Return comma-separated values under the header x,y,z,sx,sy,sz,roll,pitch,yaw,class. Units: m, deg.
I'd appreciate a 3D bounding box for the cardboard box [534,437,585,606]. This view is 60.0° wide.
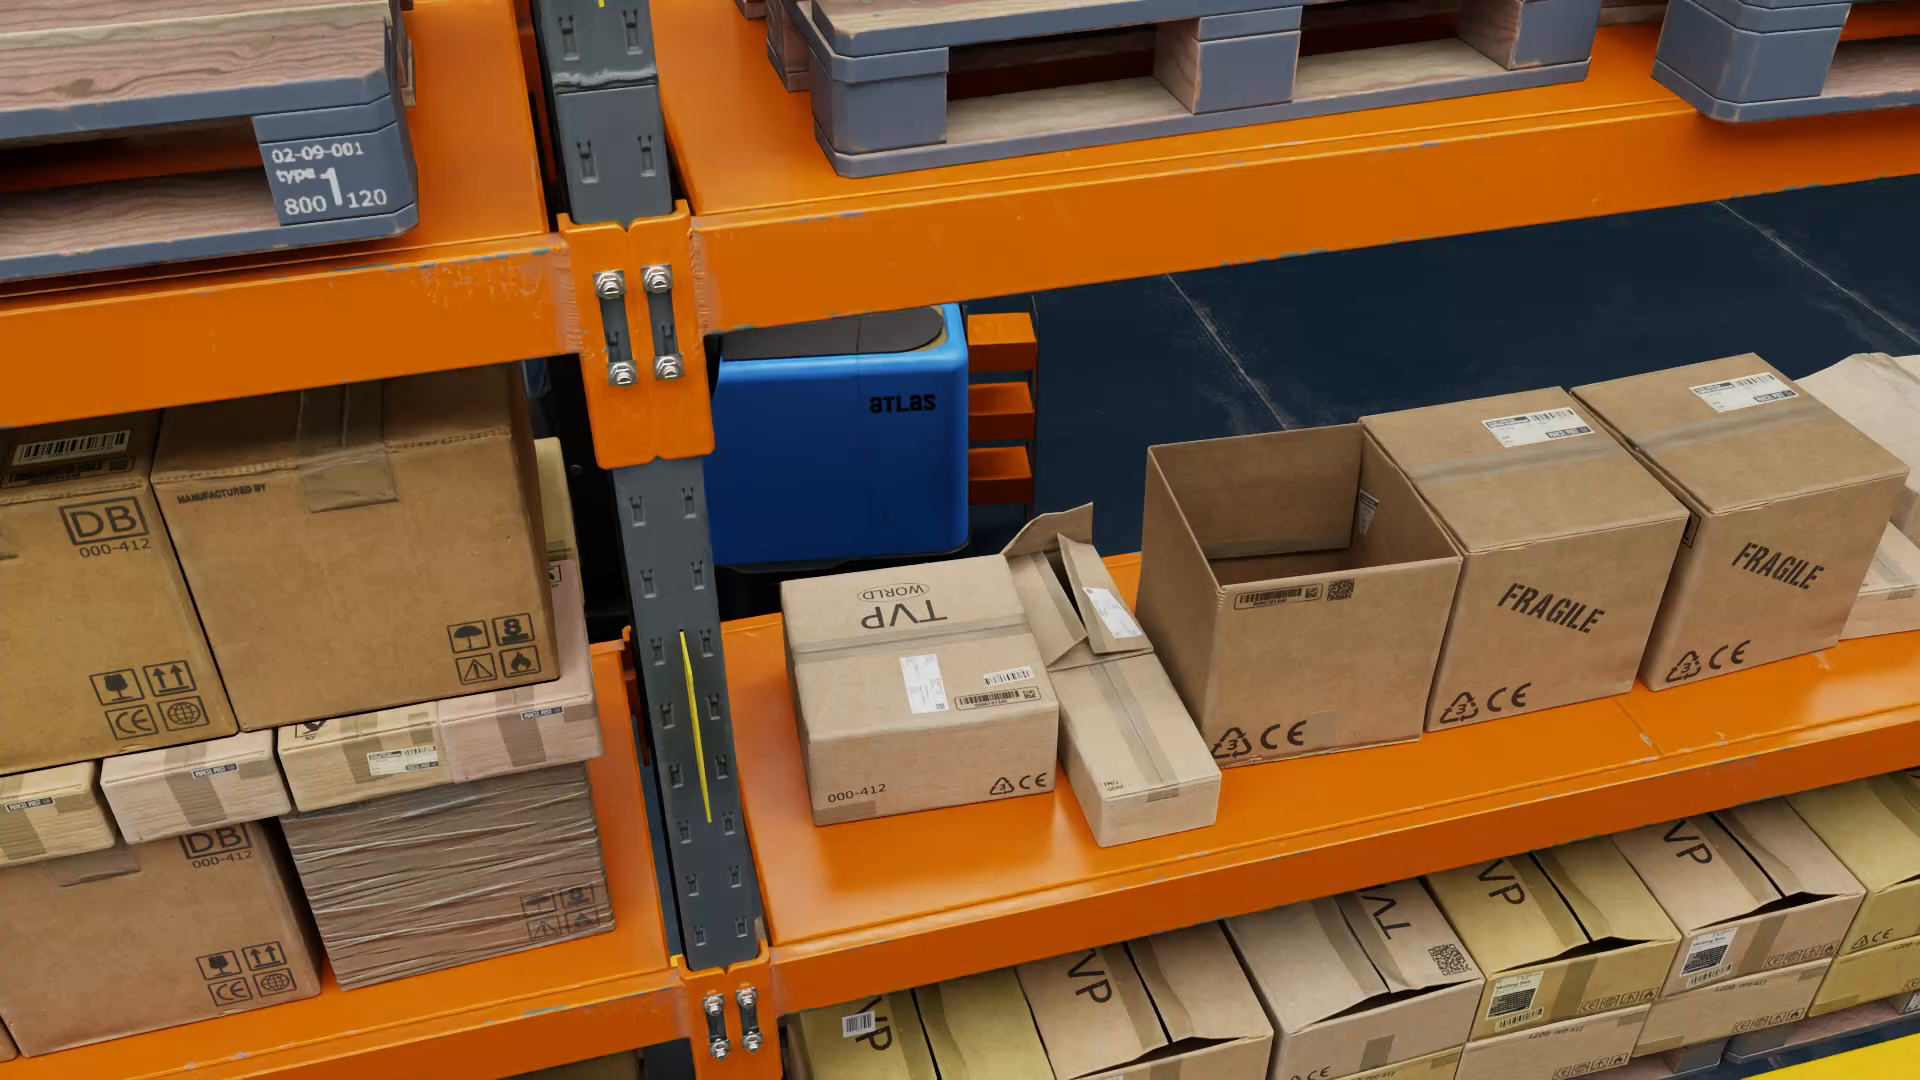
x,y,z,sx,sy,sz,roll,pitch,yaw,class
-0.871,-0.021,3.192,0.250,0.149,0.380,-9,38,-12,cardboard box

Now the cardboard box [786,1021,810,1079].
x,y,z,sx,sy,sz,roll,pitch,yaw,class
-0.107,1.354,3.928,0.500,0.250,0.500,-10,39,-13,cardboard box

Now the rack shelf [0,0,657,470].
x,y,z,sx,sy,sz,roll,pitch,yaw,class
-2.492,-0.241,2.220,4.000,0.370,1.077,-9,38,-12,rack shelf

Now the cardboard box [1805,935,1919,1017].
x,y,z,sx,sy,sz,roll,pitch,yaw,class
2.359,0.950,4.457,0.500,0.250,0.500,-10,38,-12,cardboard box

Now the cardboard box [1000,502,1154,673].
x,y,z,sx,sy,sz,roll,pitch,yaw,class
0.240,0.154,3.690,0.258,0.266,0.396,-10,39,-13,cardboard box

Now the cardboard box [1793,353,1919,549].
x,y,z,sx,sy,sz,roll,pitch,yaw,class
2.386,-0.222,4.145,0.500,0.311,0.500,-10,38,-12,cardboard box

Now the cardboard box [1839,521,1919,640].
x,y,z,sx,sy,sz,roll,pitch,yaw,class
2.084,0.049,3.924,0.250,0.149,0.380,-7,38,-9,cardboard box

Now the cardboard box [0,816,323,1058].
x,y,z,sx,sy,sz,roll,pitch,yaw,class
-1.495,0.469,3.085,0.500,0.500,0.700,-10,38,-12,cardboard box

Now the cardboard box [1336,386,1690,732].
x,y,z,sx,sy,sz,roll,pitch,yaw,class
1.177,0.033,3.656,0.500,0.500,0.500,-9,38,-12,cardboard box

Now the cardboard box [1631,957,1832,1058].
x,y,z,sx,sy,sz,roll,pitch,yaw,class
1.873,1.027,4.355,0.500,0.250,0.500,-8,38,-11,cardboard box

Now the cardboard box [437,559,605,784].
x,y,z,sx,sy,sz,roll,pitch,yaw,class
-0.768,0.219,2.879,0.250,0.149,0.380,-9,38,-12,cardboard box

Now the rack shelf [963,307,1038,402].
x,y,z,sx,sy,sz,roll,pitch,yaw,class
0.135,-0.637,5.769,0.240,0.259,0.215,-3,38,-4,rack shelf

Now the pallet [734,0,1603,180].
x,y,z,sx,sy,sz,roll,pitch,yaw,class
0.287,-0.915,2.666,1.217,0.209,0.805,-11,39,-14,pallet

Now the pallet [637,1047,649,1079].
x,y,z,sx,sy,sz,roll,pitch,yaw,class
-1.340,1.557,4.041,1.213,0.211,1.003,-9,38,-12,pallet

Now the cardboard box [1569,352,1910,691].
x,y,z,sx,sy,sz,roll,pitch,yaw,class
1.685,-0.050,3.765,0.500,0.500,0.500,-11,39,-14,cardboard box

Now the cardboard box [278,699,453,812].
x,y,z,sx,sy,sz,roll,pitch,yaw,class
-1.007,0.257,2.829,0.250,0.149,0.380,-10,39,-13,cardboard box

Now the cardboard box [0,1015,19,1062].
x,y,z,sx,sy,sz,roll,pitch,yaw,class
-1.981,0.547,2.984,0.500,0.500,0.700,-9,38,-11,cardboard box

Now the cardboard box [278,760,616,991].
x,y,z,sx,sy,sz,roll,pitch,yaw,class
-0.988,0.382,3.199,0.500,0.500,0.700,-10,39,-13,cardboard box

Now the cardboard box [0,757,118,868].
x,y,z,sx,sy,sz,roll,pitch,yaw,class
-1.513,0.342,2.718,0.250,0.149,0.380,-9,38,-12,cardboard box

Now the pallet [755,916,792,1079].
x,y,z,sx,sy,sz,roll,pitch,yaw,class
0.140,1.316,4.356,1.213,0.211,1.003,-9,38,-12,pallet

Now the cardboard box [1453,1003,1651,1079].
x,y,z,sx,sy,sz,roll,pitch,yaw,class
1.377,1.111,4.247,0.500,0.250,0.500,-9,38,-11,cardboard box

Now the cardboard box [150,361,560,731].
x,y,z,sx,sy,sz,roll,pitch,yaw,class
-0.988,-0.133,2.805,0.500,0.500,0.700,-9,38,-12,cardboard box

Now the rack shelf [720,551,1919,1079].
x,y,z,sx,sy,sz,roll,pitch,yaw,class
1.370,0.317,3.959,4.000,0.370,1.077,-9,38,-12,rack shelf

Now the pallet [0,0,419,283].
x,y,z,sx,sy,sz,roll,pitch,yaw,class
-1.378,-0.658,2.246,1.213,0.211,1.003,-9,38,-12,pallet

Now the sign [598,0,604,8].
x,y,z,sx,sy,sz,roll,pitch,yaw,class
-0.415,-0.755,1.809,0.005,0.325,0.100,-9,38,-12,sign

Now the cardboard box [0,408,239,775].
x,y,z,sx,sy,sz,roll,pitch,yaw,class
-1.475,-0.052,2.700,0.500,0.500,0.700,-9,38,-12,cardboard box

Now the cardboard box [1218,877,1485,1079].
x,y,z,sx,sy,sz,roll,pitch,yaw,class
0.887,0.972,3.966,0.500,0.311,0.500,-11,39,-13,cardboard box

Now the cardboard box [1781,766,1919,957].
x,y,z,sx,sy,sz,roll,pitch,yaw,class
2.359,0.730,4.282,0.500,0.311,0.500,-10,39,-13,cardboard box

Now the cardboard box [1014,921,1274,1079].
x,y,z,sx,sy,sz,roll,pitch,yaw,class
0.387,1.055,3.858,0.500,0.311,0.500,-10,38,-12,cardboard box

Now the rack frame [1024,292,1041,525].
x,y,z,sx,sy,sz,roll,pitch,yaw,class
0.257,-0.426,5.943,0.008,1.050,0.200,-3,38,-4,rack frame

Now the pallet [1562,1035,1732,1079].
x,y,z,sx,sy,sz,roll,pitch,yaw,class
1.320,1.120,4.612,1.213,0.211,1.003,-9,38,-12,pallet

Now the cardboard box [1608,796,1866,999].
x,y,z,sx,sy,sz,roll,pitch,yaw,class
1.871,0.809,4.180,0.500,0.311,0.500,-10,38,-12,cardboard box

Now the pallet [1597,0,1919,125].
x,y,z,sx,sy,sz,roll,pitch,yaw,class
1.590,-1.063,2.858,1.213,0.211,1.003,-8,38,-10,pallet

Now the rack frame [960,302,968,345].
x,y,z,sx,sy,sz,roll,pitch,yaw,class
0.014,-0.414,5.927,0.008,1.050,0.200,-3,38,-4,rack frame

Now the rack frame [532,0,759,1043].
x,y,z,sx,sy,sz,roll,pitch,yaw,class
-0.561,0.348,3.327,0.127,3.000,1.000,-9,38,-12,rack frame

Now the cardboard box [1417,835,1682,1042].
x,y,z,sx,sy,sz,roll,pitch,yaw,class
1.387,0.887,4.078,0.500,0.311,0.500,-8,38,-11,cardboard box

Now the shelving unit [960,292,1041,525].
x,y,z,sx,sy,sz,roll,pitch,yaw,class
0.135,-0.420,5.935,0.252,1.050,0.215,-3,38,-4,shelving unit

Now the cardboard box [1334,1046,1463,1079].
x,y,z,sx,sy,sz,roll,pitch,yaw,class
0.886,1.191,4.142,0.500,0.250,0.500,-10,39,-13,cardboard box

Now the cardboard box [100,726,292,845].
x,y,z,sx,sy,sz,roll,pitch,yaw,class
-1.259,0.300,2.773,0.250,0.149,0.380,-10,39,-13,cardboard box

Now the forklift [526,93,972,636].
x,y,z,sx,sy,sz,roll,pitch,yaw,class
-1.508,-1.104,5.281,3.031,2.935,1.130,-3,38,-4,forklift

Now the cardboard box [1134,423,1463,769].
x,y,z,sx,sy,sz,roll,pitch,yaw,class
0.693,0.112,3.552,0.500,0.500,0.500,-7,38,-9,cardboard box

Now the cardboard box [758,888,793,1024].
x,y,z,sx,sy,sz,roll,pitch,yaw,class
-0.236,1.037,4.343,0.500,0.250,0.500,-10,38,-12,cardboard box

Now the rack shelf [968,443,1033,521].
x,y,z,sx,sy,sz,roll,pitch,yaw,class
0.135,-0.191,6.110,0.240,0.259,0.215,-3,38,-4,rack shelf

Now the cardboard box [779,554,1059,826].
x,y,z,sx,sy,sz,roll,pitch,yaw,class
-0.097,0.304,3.508,0.500,0.250,0.500,-7,38,-9,cardboard box

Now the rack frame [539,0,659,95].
x,y,z,sx,sy,sz,roll,pitch,yaw,class
-0.561,-2.035,1.504,0.127,3.000,1.000,-9,38,-12,rack frame

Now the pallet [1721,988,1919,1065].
x,y,z,sx,sy,sz,roll,pitch,yaw,class
2.496,0.929,4.862,1.213,0.211,1.003,-9,38,-12,pallet

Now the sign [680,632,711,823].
x,y,z,sx,sy,sz,roll,pitch,yaw,class
-0.415,0.298,2.614,0.005,0.325,0.100,-9,38,-12,sign

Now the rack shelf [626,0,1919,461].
x,y,z,sx,sy,sz,roll,pitch,yaw,class
1.370,-0.875,3.048,4.000,0.370,1.077,-9,38,-12,rack shelf

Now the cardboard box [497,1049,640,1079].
x,y,z,sx,sy,sz,roll,pitch,yaw,class
-0.952,1.475,3.771,0.500,0.250,0.500,-9,38,-12,cardboard box

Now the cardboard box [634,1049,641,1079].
x,y,z,sx,sy,sz,roll,pitch,yaw,class
-1.088,1.169,4.171,0.500,0.250,0.500,-9,38,-12,cardboard box

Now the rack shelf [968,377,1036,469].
x,y,z,sx,sy,sz,roll,pitch,yaw,class
0.135,-0.412,5.942,0.240,0.259,0.215,-3,38,-4,rack shelf

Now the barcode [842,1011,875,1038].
x,y,z,sx,sy,sz,roll,pitch,yaw,class
-0.206,0.988,3.394,0.075,0.075,0.001,-9,38,-12,barcode

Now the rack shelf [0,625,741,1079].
x,y,z,sx,sy,sz,roll,pitch,yaw,class
-2.492,0.950,3.131,4.000,0.370,1.077,-9,38,-12,rack shelf

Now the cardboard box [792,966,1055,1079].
x,y,z,sx,sy,sz,roll,pitch,yaw,class
-0.097,1.131,3.759,0.500,0.311,0.500,-9,38,-12,cardboard box

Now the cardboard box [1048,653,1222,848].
x,y,z,sx,sy,sz,roll,pitch,yaw,class
0.348,0.427,3.430,0.250,0.149,0.380,-9,38,-12,cardboard box
